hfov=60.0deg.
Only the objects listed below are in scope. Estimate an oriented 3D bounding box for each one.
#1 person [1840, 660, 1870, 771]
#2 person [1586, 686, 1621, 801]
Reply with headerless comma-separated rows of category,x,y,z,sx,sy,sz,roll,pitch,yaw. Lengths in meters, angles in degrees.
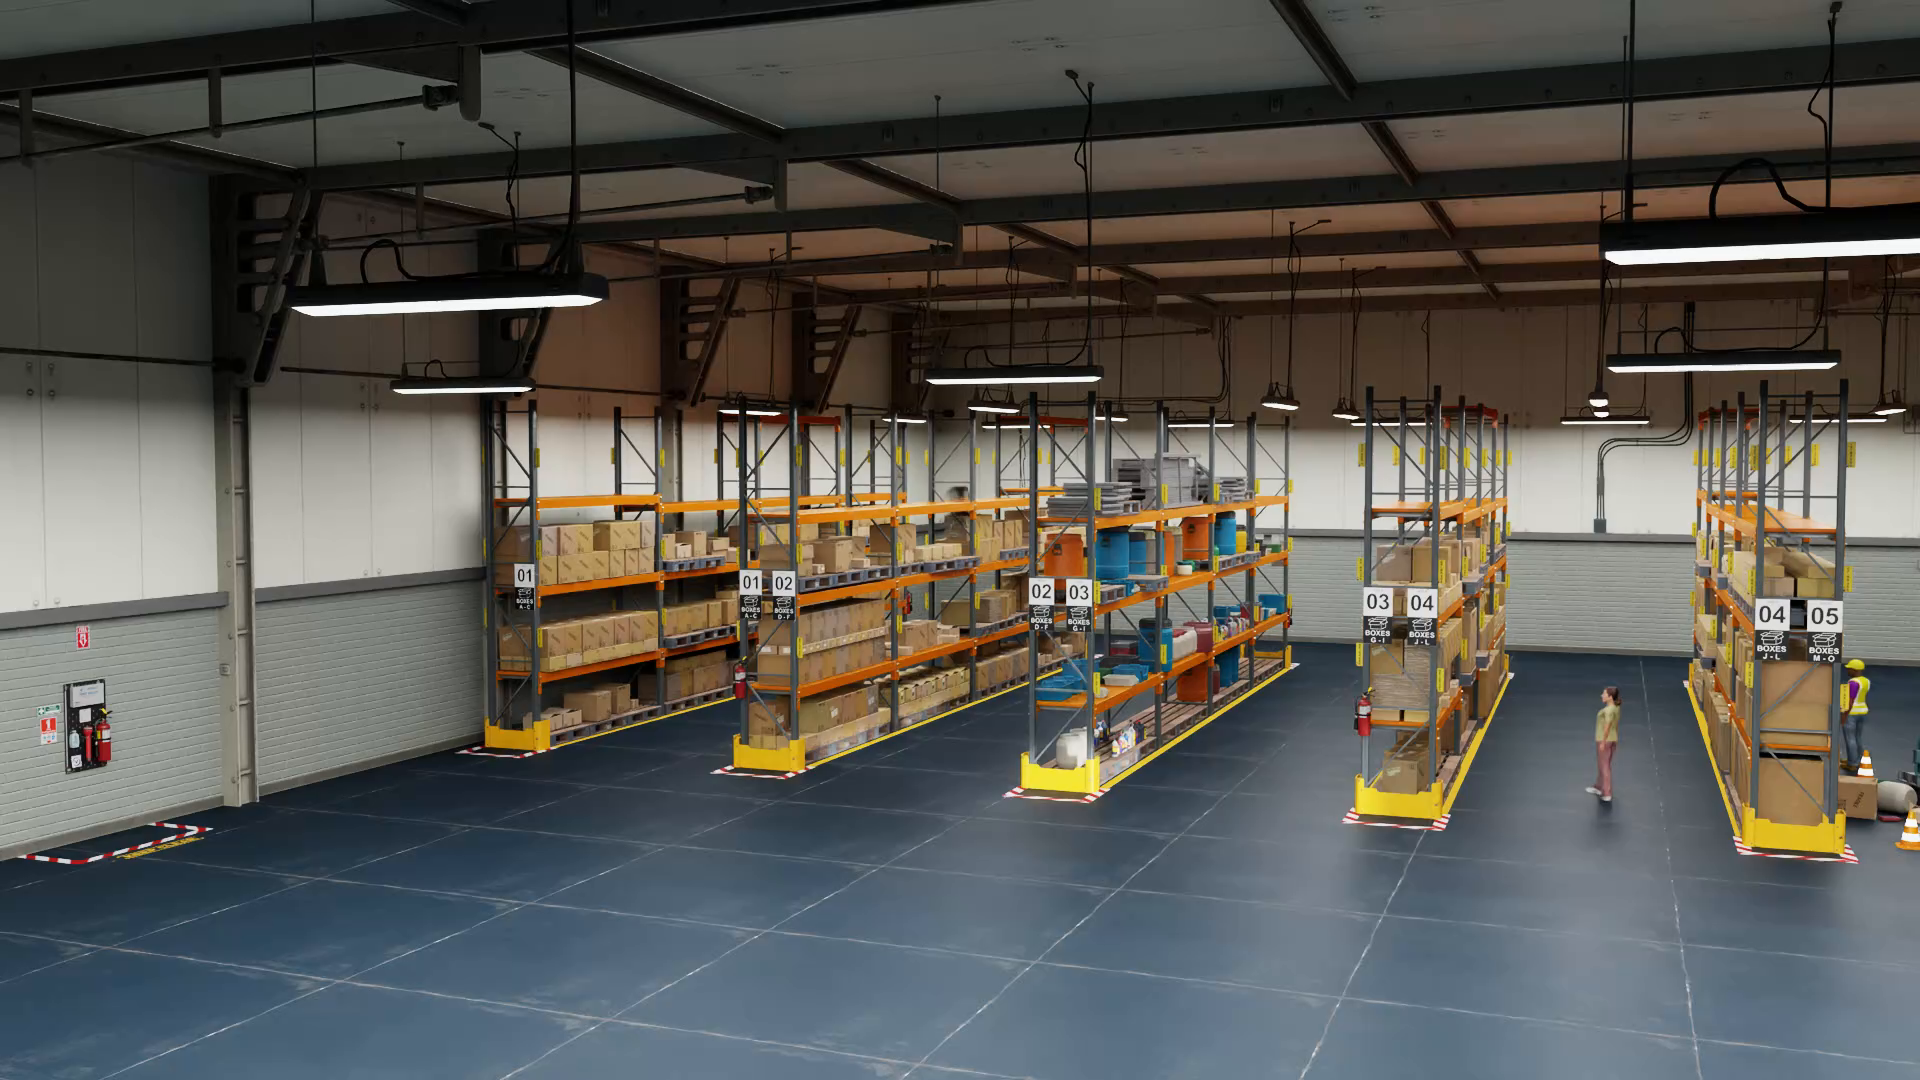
person,14.387,2.803,26.886,0.593,1.762,0.586,-1,3,-21
person,9.440,2.969,24.507,0.450,1.669,0.601,-2,4,-36
